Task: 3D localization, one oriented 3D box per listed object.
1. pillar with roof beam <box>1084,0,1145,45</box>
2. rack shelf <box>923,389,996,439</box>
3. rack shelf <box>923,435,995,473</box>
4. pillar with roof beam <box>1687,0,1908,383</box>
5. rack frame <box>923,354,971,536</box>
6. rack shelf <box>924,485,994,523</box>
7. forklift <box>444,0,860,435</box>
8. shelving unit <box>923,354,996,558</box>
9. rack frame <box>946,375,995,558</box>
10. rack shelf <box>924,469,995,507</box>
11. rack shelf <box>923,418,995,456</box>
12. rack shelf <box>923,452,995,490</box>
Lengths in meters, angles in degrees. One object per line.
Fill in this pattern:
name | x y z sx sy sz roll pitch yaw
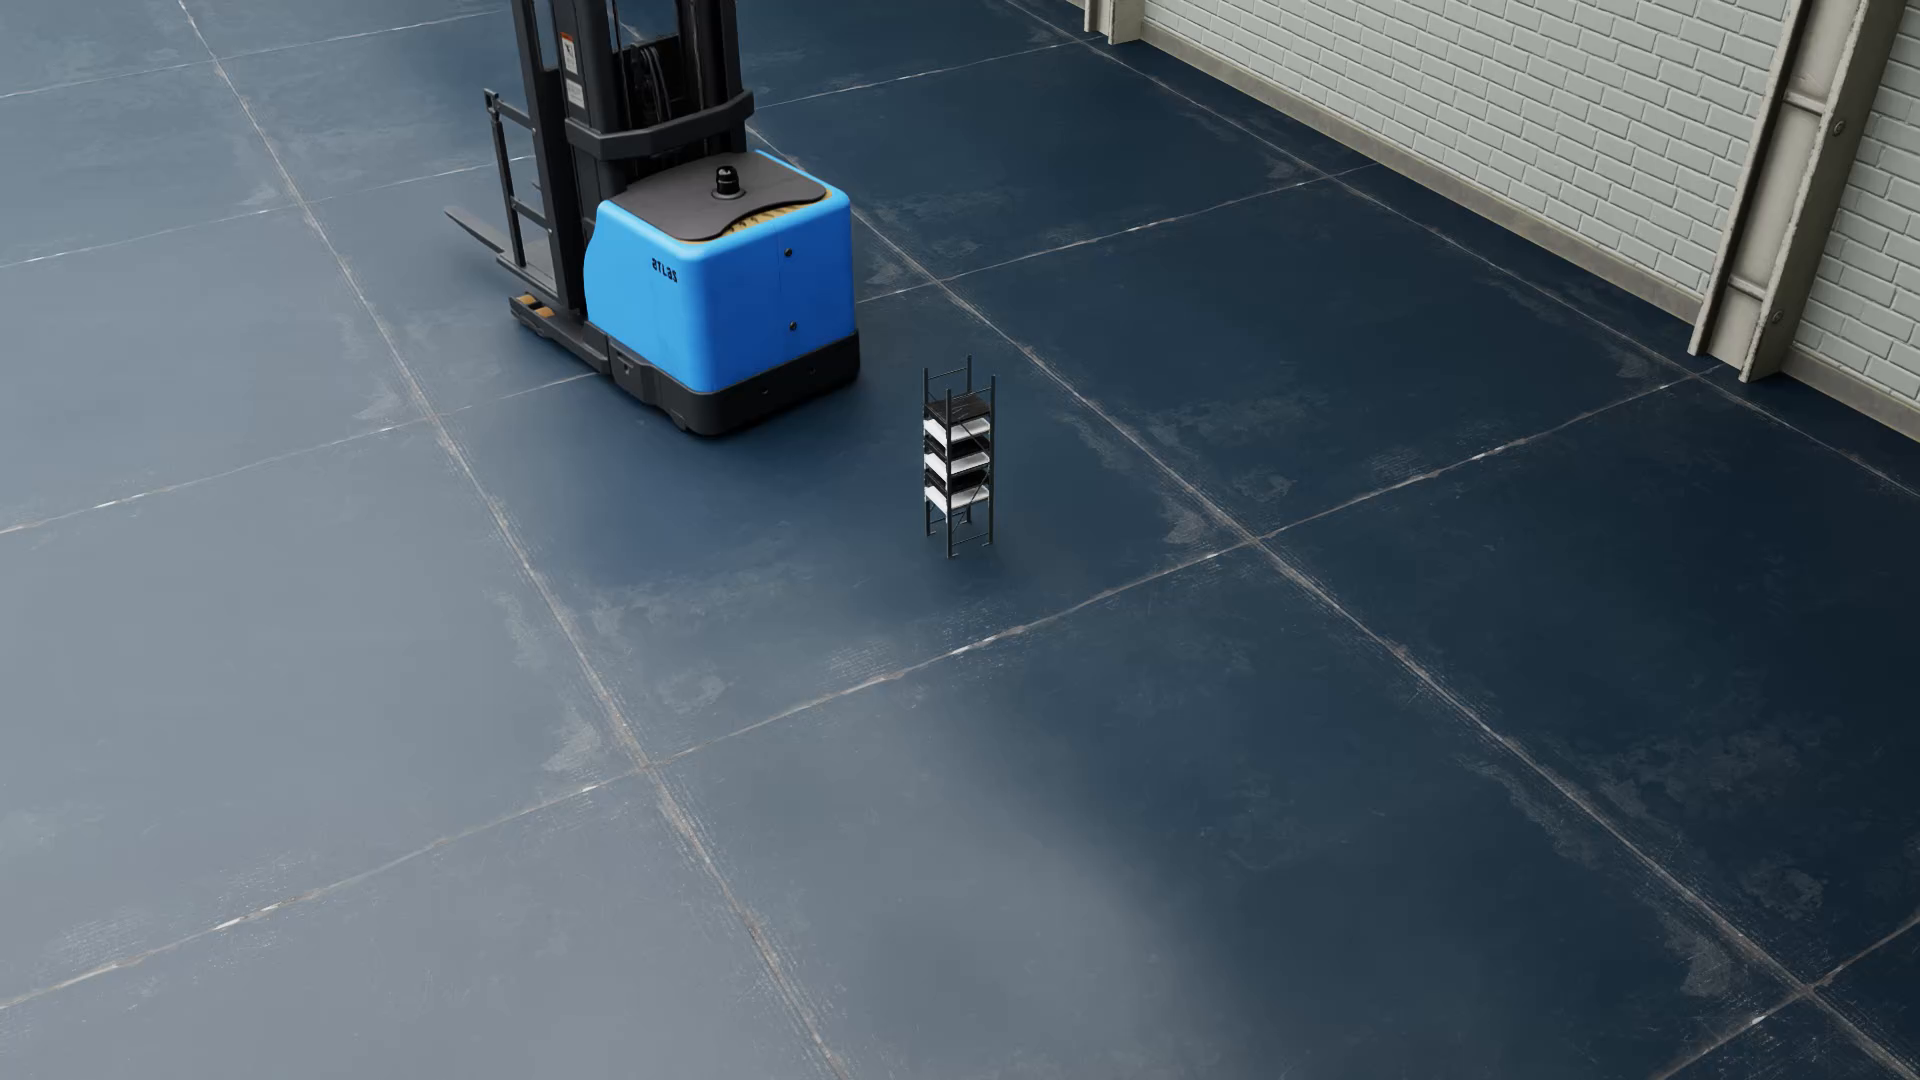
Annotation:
pillar with roof beam | -2.496 -6.402 8.886 9.100 9.000 0.400 -19 40 -24
rack shelf | -0.004 -0.559 7.351 0.258 0.077 0.200 -19 40 -24
rack shelf | -0.004 -0.413 7.457 0.258 0.077 0.200 -19 40 -24
pillar with roof beam | 0.519 -3.342 4.697 9.100 9.000 0.400 -19 40 -24
rack frame | -0.055 -0.419 7.561 0.240 0.900 0.006 -19 40 -24
rack shelf | -0.004 -0.195 7.616 0.258 0.077 0.200 -19 40 -24
forklift | -1.892 -2.497 8.684 1.130 2.935 3.031 -28 45 -33
shelving unit | -0.004 -0.368 7.490 0.258 0.900 0.210 -19 40 -24
rack frame | 0.047 -0.316 7.419 0.240 0.900 0.006 -19 40 -24
rack shelf | -0.004 -0.268 7.563 0.258 0.077 0.200 -19 40 -24
rack shelf | -0.004 -0.486 7.404 0.258 0.077 0.200 -19 40 -24
rack shelf | -0.004 -0.341 7.510 0.258 0.077 0.200 -19 40 -24
